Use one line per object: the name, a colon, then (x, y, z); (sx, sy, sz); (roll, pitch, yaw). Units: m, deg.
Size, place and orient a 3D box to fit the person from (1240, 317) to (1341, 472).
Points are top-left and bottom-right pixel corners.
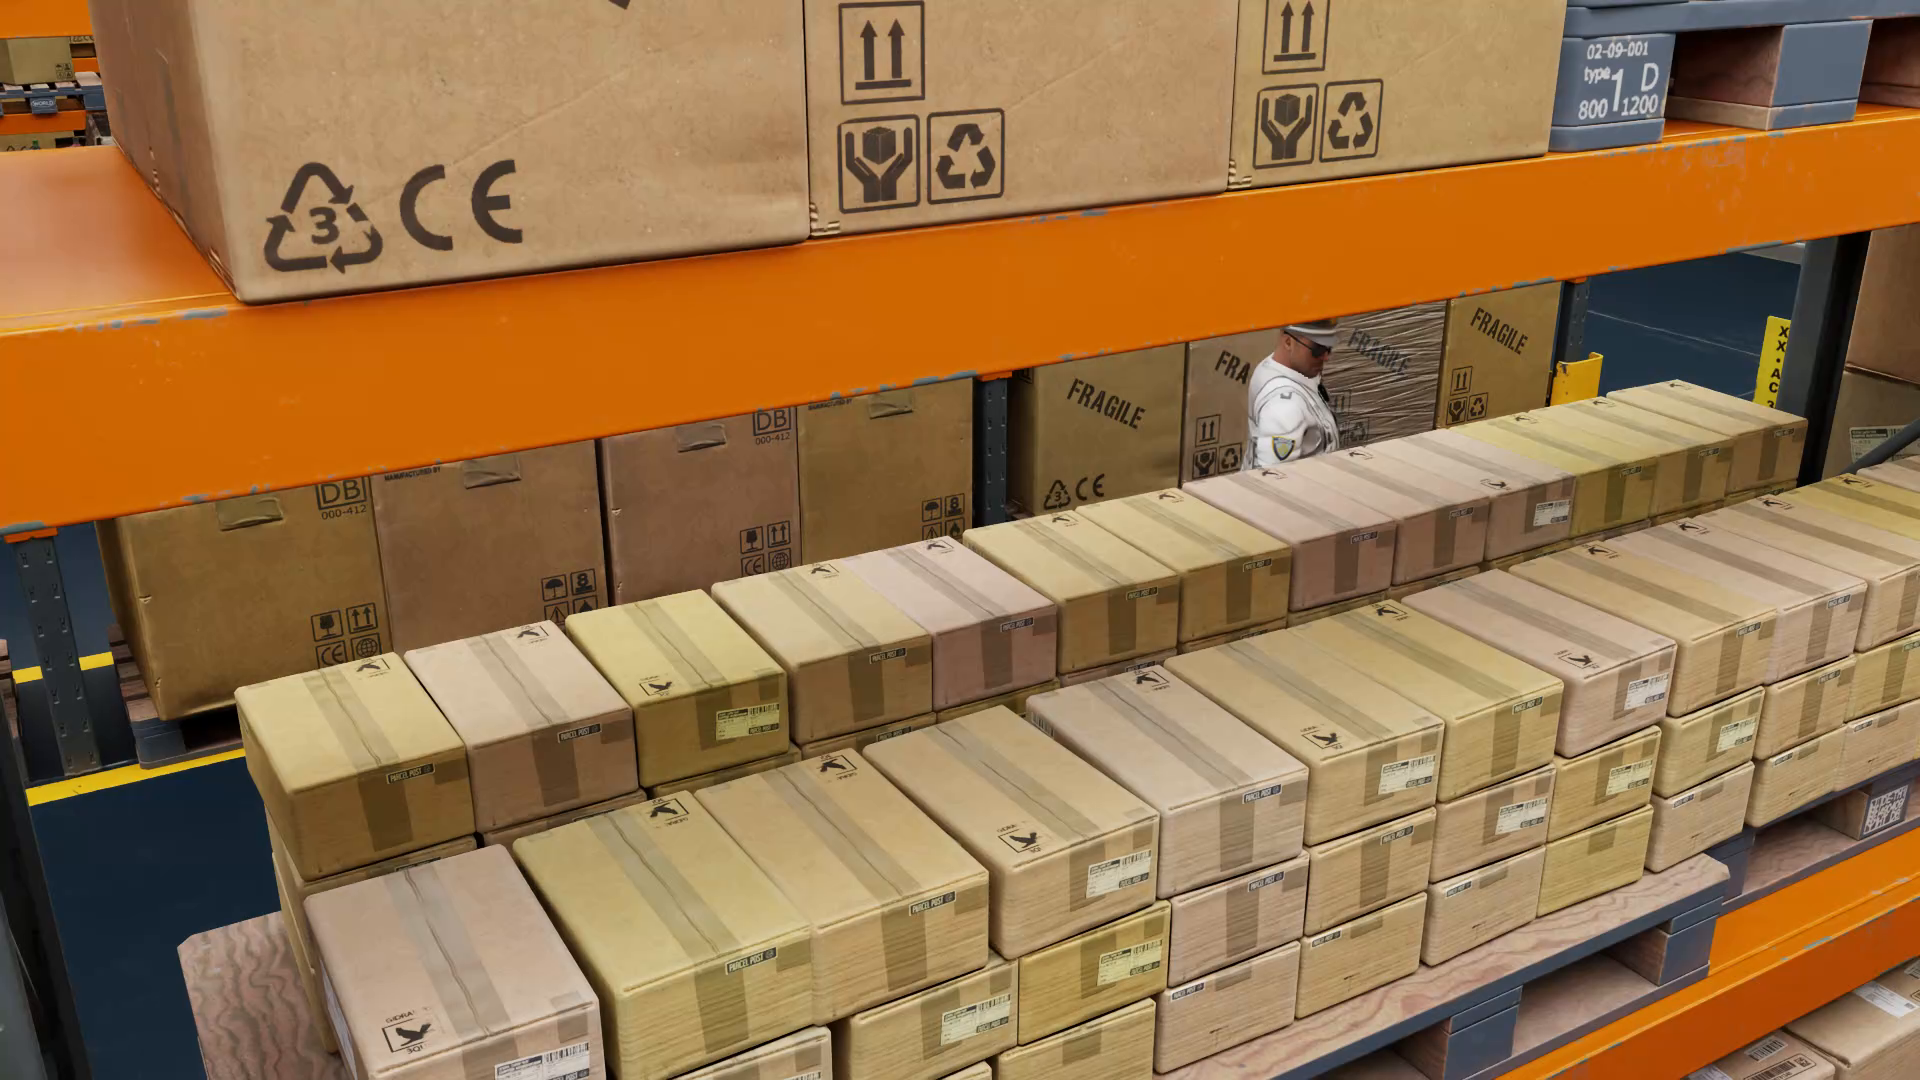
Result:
person: (1.174, -0.058, 6.207); (0.812, 1.726, 0.554); (1, 22, 2)
